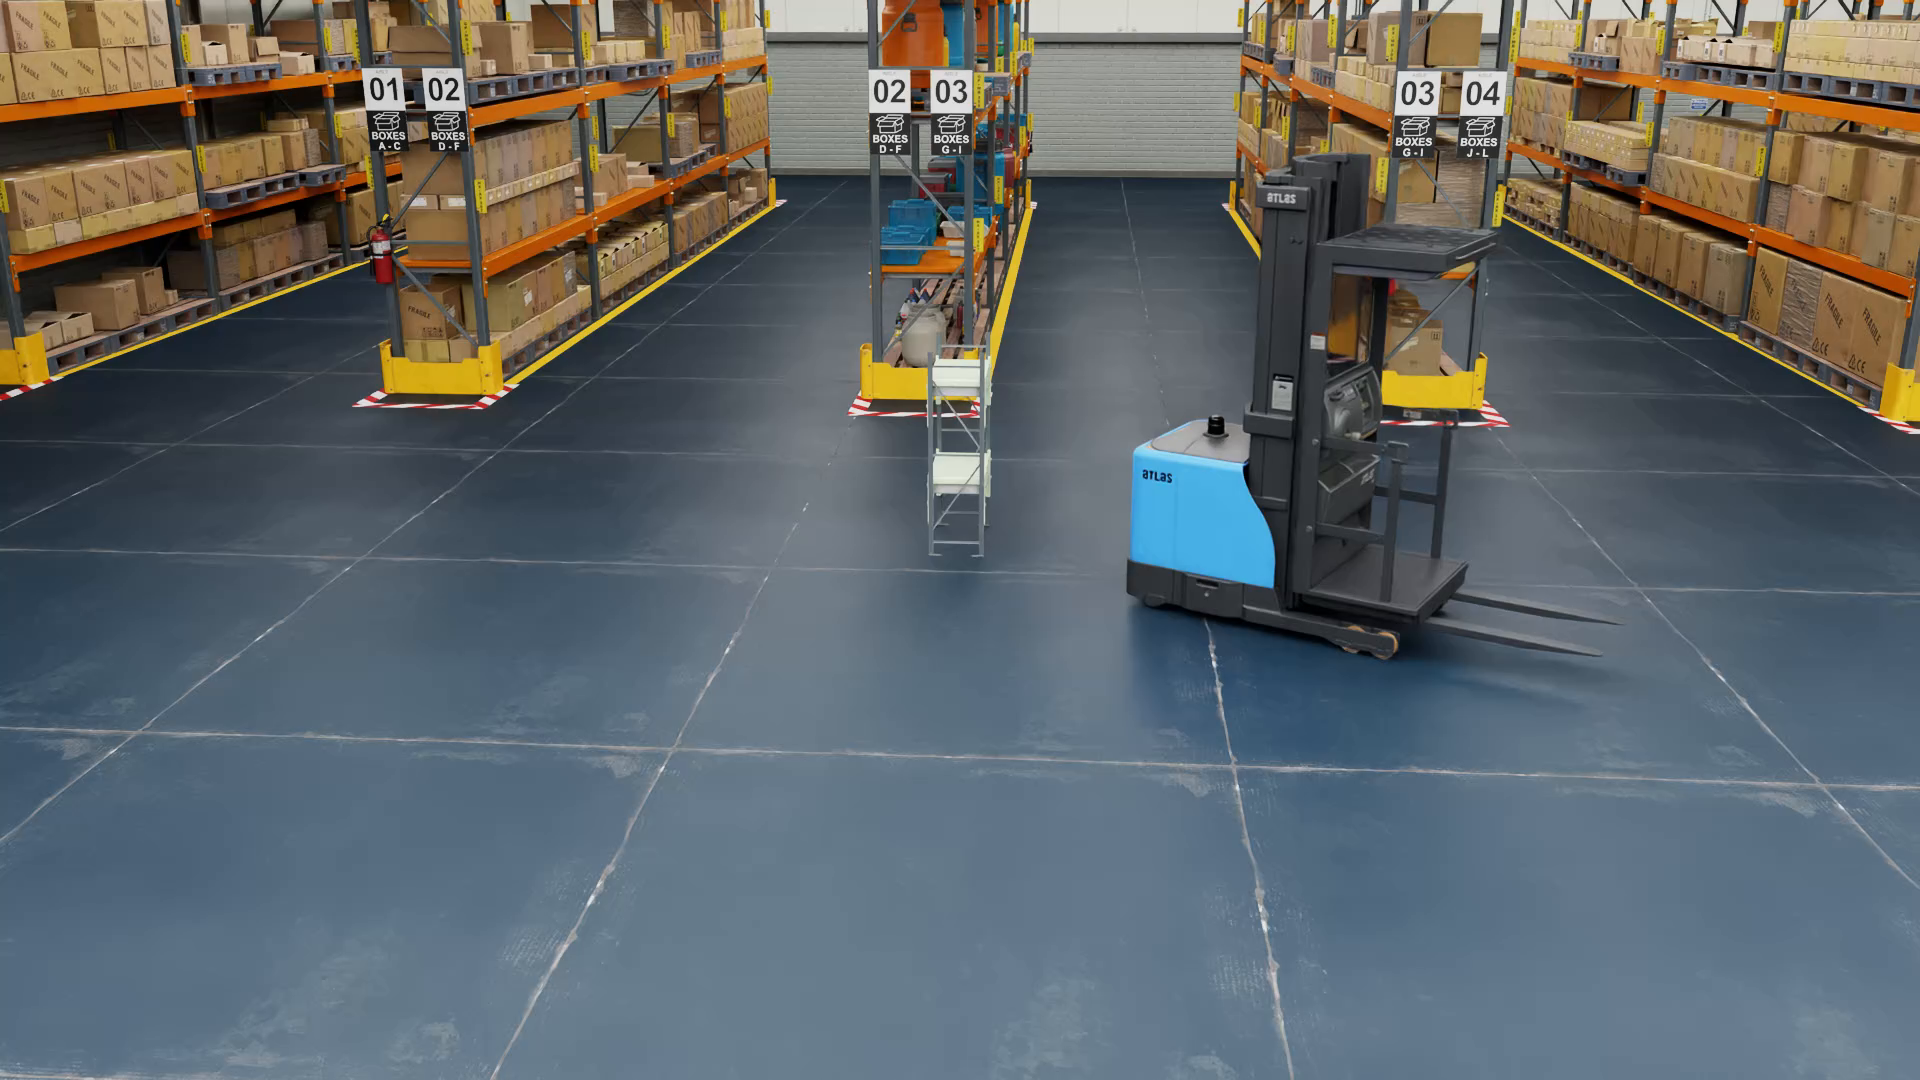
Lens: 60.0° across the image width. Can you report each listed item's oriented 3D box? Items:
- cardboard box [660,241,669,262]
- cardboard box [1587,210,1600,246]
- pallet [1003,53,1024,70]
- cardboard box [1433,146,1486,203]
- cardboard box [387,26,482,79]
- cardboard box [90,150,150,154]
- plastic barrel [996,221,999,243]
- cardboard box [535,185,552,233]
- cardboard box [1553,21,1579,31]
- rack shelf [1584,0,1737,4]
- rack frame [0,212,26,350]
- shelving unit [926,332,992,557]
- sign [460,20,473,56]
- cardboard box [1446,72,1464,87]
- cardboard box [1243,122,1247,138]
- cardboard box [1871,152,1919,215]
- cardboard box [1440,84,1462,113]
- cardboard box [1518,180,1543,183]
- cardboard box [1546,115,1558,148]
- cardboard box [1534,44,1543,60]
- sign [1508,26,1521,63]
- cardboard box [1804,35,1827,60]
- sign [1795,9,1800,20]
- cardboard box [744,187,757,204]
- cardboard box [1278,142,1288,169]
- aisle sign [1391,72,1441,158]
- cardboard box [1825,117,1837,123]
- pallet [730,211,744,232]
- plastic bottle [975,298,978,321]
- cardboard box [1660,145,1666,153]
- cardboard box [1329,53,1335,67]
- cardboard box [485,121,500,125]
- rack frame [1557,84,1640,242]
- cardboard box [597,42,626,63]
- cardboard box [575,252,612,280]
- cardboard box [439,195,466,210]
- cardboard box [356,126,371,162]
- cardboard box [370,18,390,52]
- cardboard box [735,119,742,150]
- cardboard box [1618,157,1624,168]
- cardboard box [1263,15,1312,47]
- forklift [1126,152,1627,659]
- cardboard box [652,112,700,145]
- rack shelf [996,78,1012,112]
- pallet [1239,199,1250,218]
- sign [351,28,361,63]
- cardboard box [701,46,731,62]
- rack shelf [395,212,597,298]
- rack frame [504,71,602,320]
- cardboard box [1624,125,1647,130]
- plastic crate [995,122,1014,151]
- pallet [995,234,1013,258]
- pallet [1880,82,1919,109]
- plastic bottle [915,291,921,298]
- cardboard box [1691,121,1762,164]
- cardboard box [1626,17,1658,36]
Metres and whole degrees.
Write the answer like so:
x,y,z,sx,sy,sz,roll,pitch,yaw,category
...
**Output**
x,y,z,sx,sy,sz,roll,pitch,yaw,category
-4.529,-4.184,24.116,0.500,0.250,0.500,2,18,5,cardboard box
9.994,-4.799,25.590,0.500,0.500,0.500,2,18,5,cardboard box
0.455,-7.328,25.457,1.003,0.211,1.213,1,18,4,pallet
4.883,-3.582,16.293,0.500,0.500,0.500,1,18,4,cardboard box
-5.263,-4.894,16.660,0.797,0.503,0.637,3,18,8,cardboard box
-10.205,-4.480,20.283,0.500,0.500,0.500,1,18,3,cardboard box
0.304,-4.905,25.773,0.600,0.588,0.708,1,18,4,plastic barrel
-5.118,-3.807,19.065,0.700,0.500,0.500,2,18,5,cardboard box
10.189,-8.625,27.907,0.380,0.149,0.250,1,18,4,cardboard box
10.229,-8.036,24.292,1.077,0.370,4.000,1,18,4,rack shelf
-10.250,-3.085,17.020,1.000,3.000,0.127,1,18,4,rack frame
0.000,-0.711,12.183,0.431,1.500,0.755,1,18,4,shelving unit
-4.755,-4.839,16.027,0.100,0.325,0.005,1,18,4,sign
4.822,-4.377,15.747,0.380,0.149,0.250,1,18,4,cardboard box
5.345,-7.332,29.744,0.500,0.250,0.500,1,18,2,cardboard box
9.525,-3.483,16.259,0.875,0.550,0.550,1,18,4,cardboard box
4.864,-4.251,16.003,0.500,0.250,0.500,2,18,6,cardboard box
10.383,-6.464,30.282,0.380,0.149,0.250,2,18,5,cardboard box
10.164,-6.845,27.856,0.500,0.500,0.500,1,18,2,cardboard box
10.306,-8.477,28.900,0.500,0.250,0.500,1,18,2,cardboard box
5.113,-4.582,15.368,0.100,0.325,0.005,1,18,4,sign
9.450,-5.293,17.871,0.500,0.250,0.500,1,18,3,cardboard box
15.050,-9.394,29.926,0.100,0.325,0.005,1,18,4,sign
-4.053,-6.378,30.780,0.500,0.250,0.500,1,18,4,cardboard box
4.975,-5.599,24.531,0.500,0.500,0.500,1,18,3,cardboard box
4.268,-3.976,15.564,0.394,0.787,0.004,1,18,4,aisle sign
15.191,-7.405,28.440,0.500,0.500,0.500,1,18,4,cardboard box
-4.398,-5.590,29.145,1.003,0.211,1.213,1,18,4,pallet
0.176,-2.707,19.522,0.061,0.283,0.133,3,18,8,plastic bottle
10.354,-5.630,24.039,0.380,0.149,0.250,1,18,2,cardboard box
4.893,-6.094,21.087,0.380,0.166,0.250,1,18,2,cardboard box
-9.170,-7.812,30.964,0.980,0.700,0.700,1,18,3,cardboard box
10.372,-6.338,26.948,1.000,3.000,0.127,1,18,4,rack frame
-4.783,-6.531,22.286,0.500,0.250,0.500,1,18,3,cardboard box
-4.744,-3.500,21.127,0.500,0.311,0.500,1,18,4,cardboard box
-5.066,-3.448,16.927,0.380,0.149,0.250,1,18,4,cardboard box
-9.339,-6.075,25.476,0.500,0.500,0.500,2,18,6,cardboard box
-9.537,-8.048,26.484,0.700,0.500,0.500,1,18,3,cardboard box
-4.106,-7.061,28.995,0.500,0.500,0.500,2,18,5,cardboard box
9.682,-5.416,23.864,0.380,0.149,0.250,1,18,4,cardboard box
5.428,-8.444,27.564,0.700,0.500,0.500,0,18,1,cardboard box
2.631,-0.850,10.311,3.031,2.935,1.130,11,21,31,forklift
-4.705,-6.807,27.545,0.700,0.500,0.500,-5,19,-15,cardboard box
0.062,-5.811,21.677,1.077,0.370,4.000,1,18,4,rack shelf
5.740,-6.147,30.844,1.003,0.211,1.213,1,18,4,pallet
-5.849,-4.800,16.143,0.100,0.325,0.005,1,18,4,sign
-4.167,-8.202,28.060,0.500,0.250,0.500,1,18,4,cardboard box
-5.165,-3.255,18.694,1.077,0.370,4.000,1,18,4,rack shelf
-5.022,-4.218,20.477,1.000,3.000,0.127,1,18,4,rack frame
10.481,-6.327,25.687,0.380,0.149,0.250,1,18,4,cardboard box
0.806,-6.921,28.529,0.402,0.464,0.583,1,18,4,plastic crate
0.310,-4.647,26.265,1.003,0.211,1.213,1,18,4,pallet
9.555,-4.225,15.824,1.003,0.211,1.213,1,18,4,pallet
-0.537,-2.830,19.911,0.152,0.276,0.135,2,18,6,plastic bottle
9.974,-5.162,21.595,0.700,0.500,0.500,1,18,3,cardboard box
9.927,-7.464,24.176,0.396,0.266,0.258,1,18,4,cardboard box
